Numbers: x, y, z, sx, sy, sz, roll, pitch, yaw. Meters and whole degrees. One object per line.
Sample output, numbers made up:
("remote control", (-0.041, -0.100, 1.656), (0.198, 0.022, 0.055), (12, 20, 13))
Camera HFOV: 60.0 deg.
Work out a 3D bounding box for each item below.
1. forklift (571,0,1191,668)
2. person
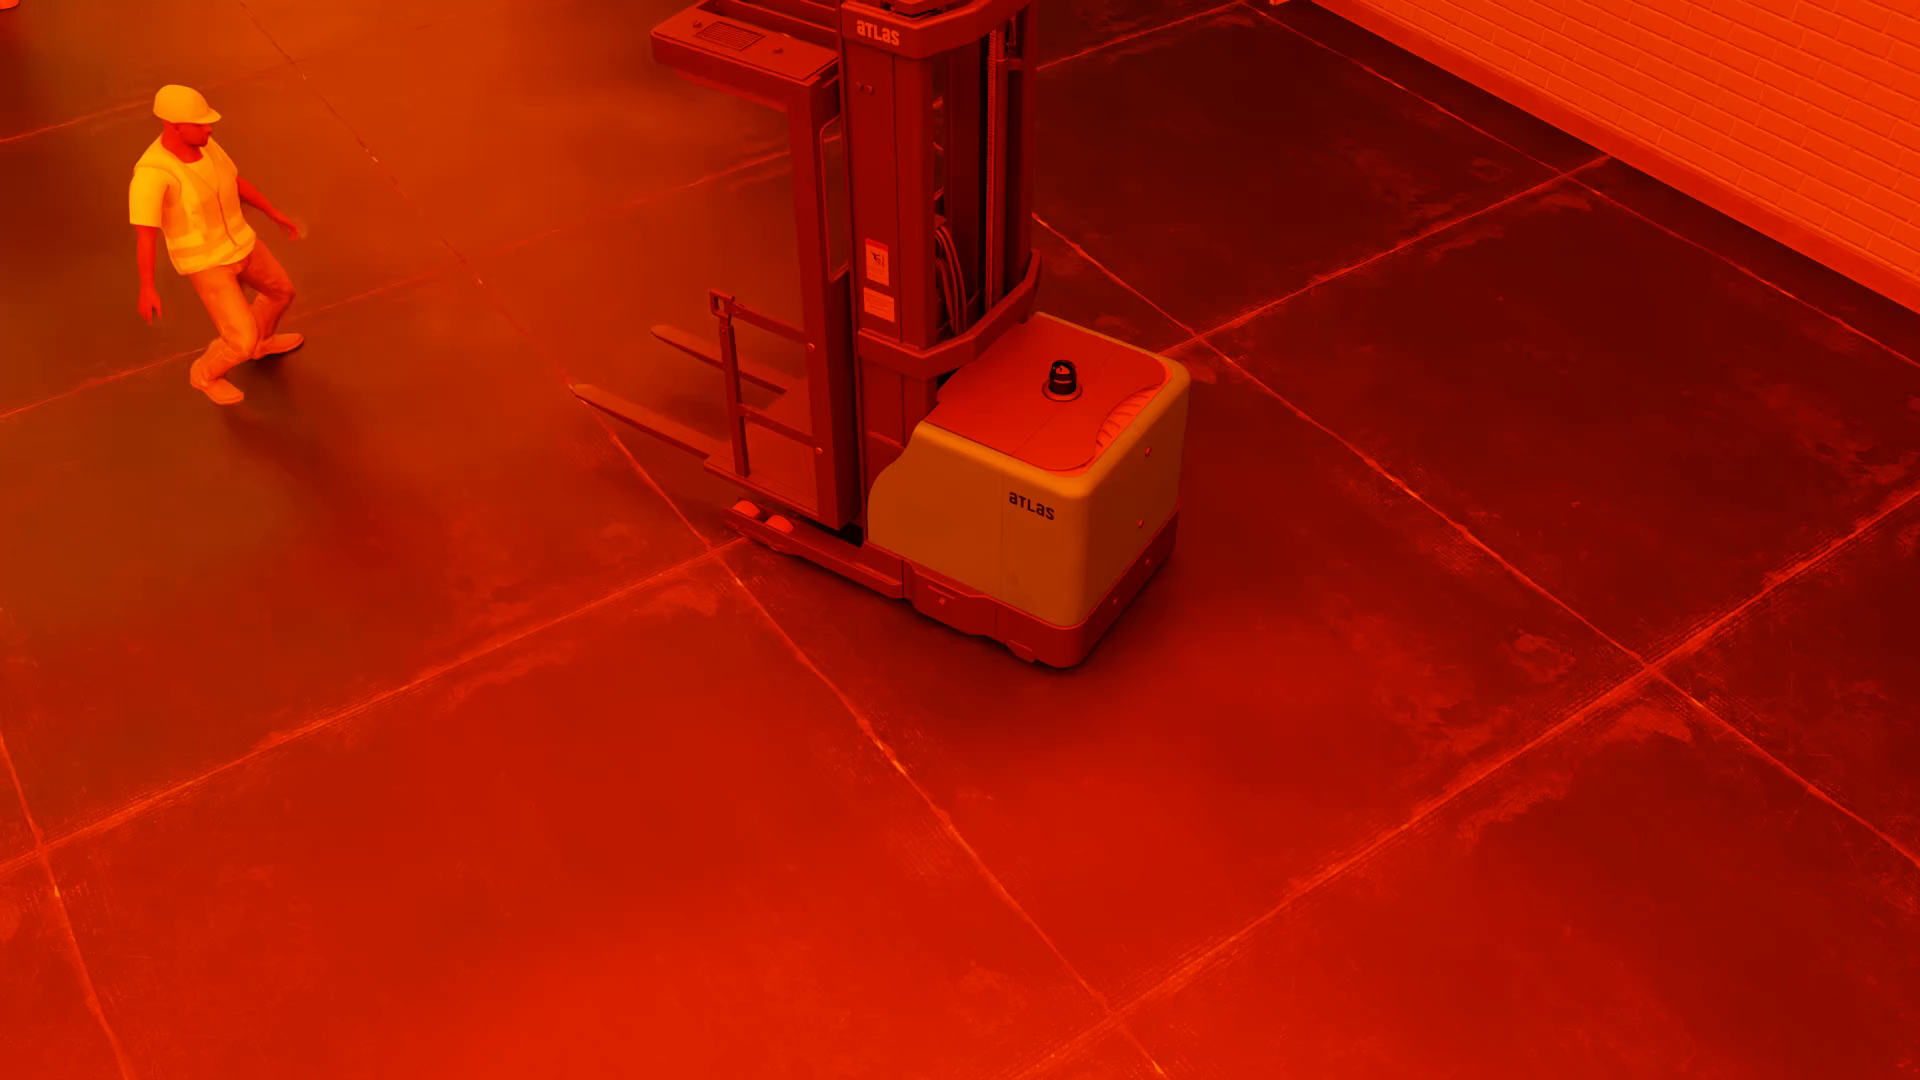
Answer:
("forklift", (-0.511, -1.302, 7.129), (3.031, 2.935, 1.130), (24, 48, 24))
("person", (-3.667, -1.430, 8.205), (0.514, 1.669, 0.956), (13, 44, 14))
